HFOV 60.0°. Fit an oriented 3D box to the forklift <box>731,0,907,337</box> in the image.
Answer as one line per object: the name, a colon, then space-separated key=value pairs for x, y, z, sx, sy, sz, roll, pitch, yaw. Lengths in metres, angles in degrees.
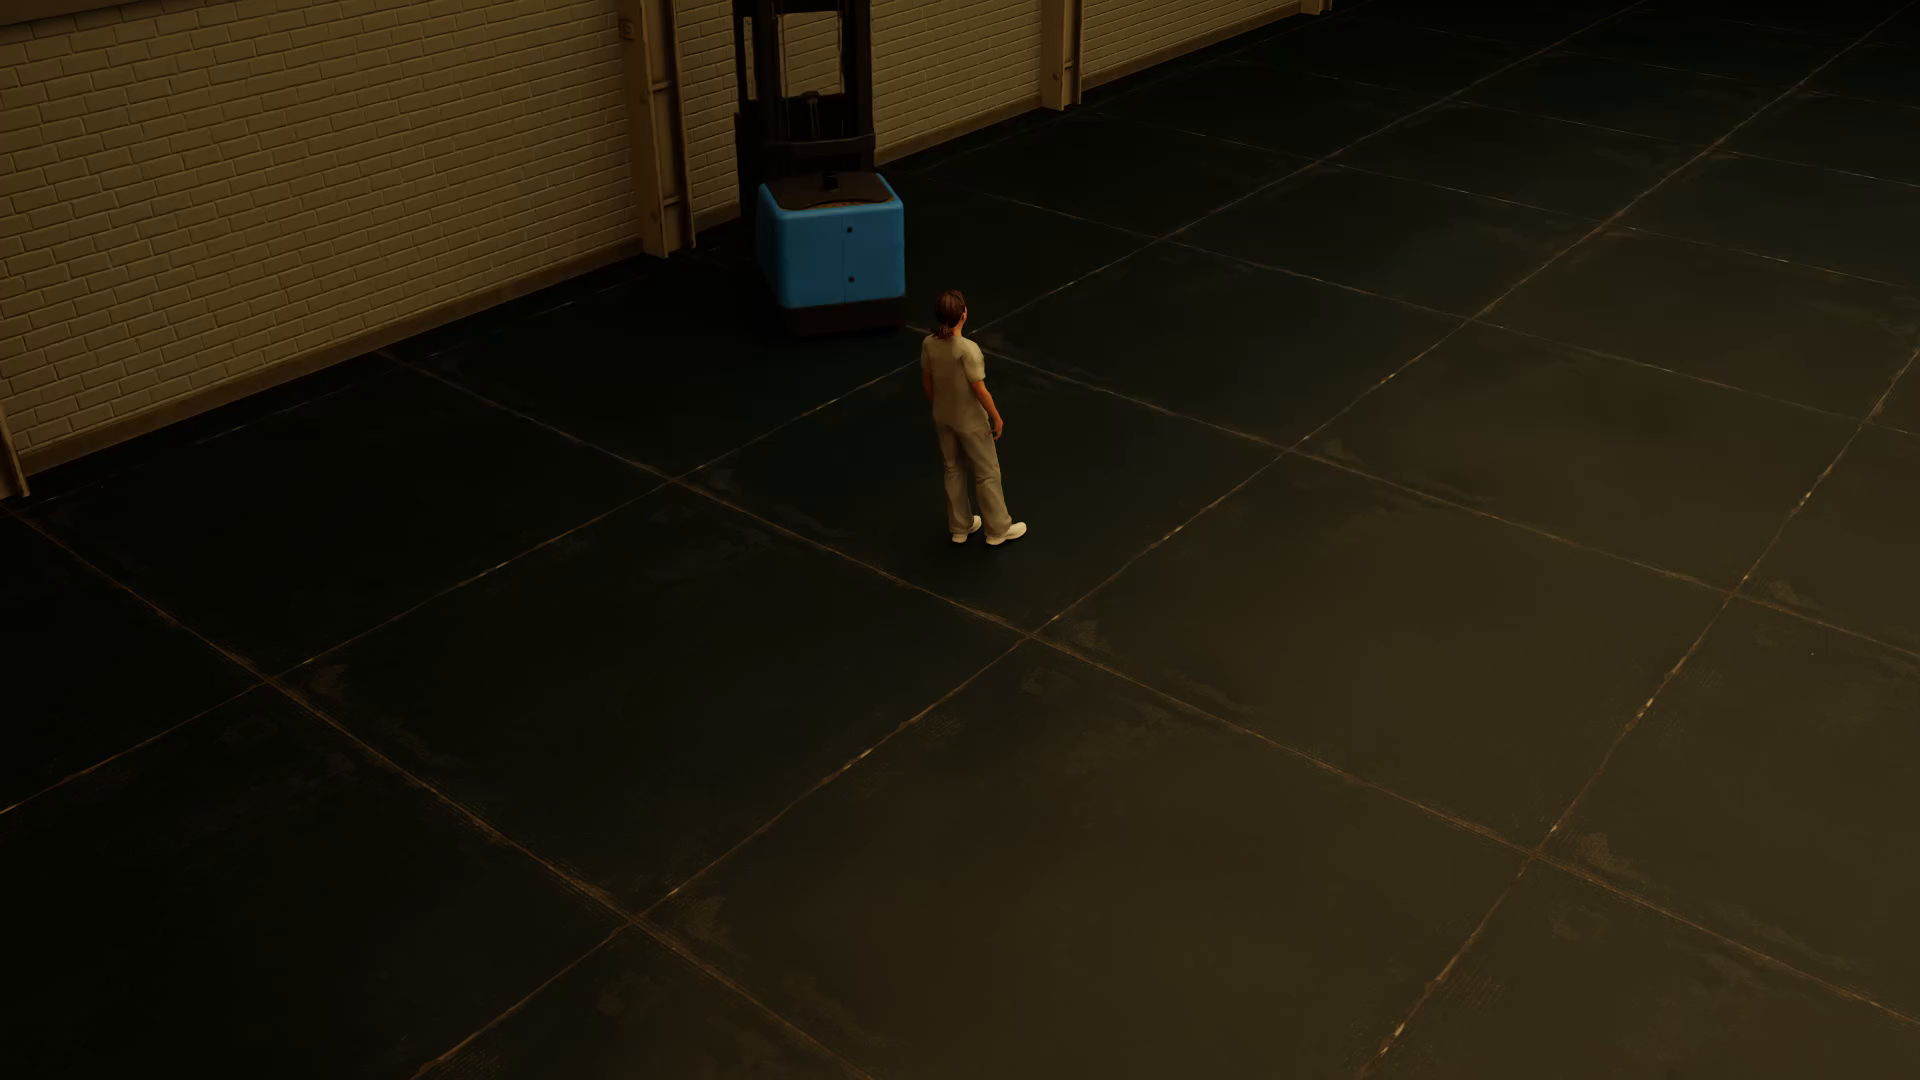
forklift: x=-1.321 y=-3.595 z=13.747 sx=1.130 sy=2.935 sz=3.031 roll=-8 pitch=31 yaw=-14

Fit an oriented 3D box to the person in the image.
person: x=0.057 y=-0.755 z=10.116 sx=0.549 sy=1.673 sz=0.548 roll=22 pitch=37 yaw=33
